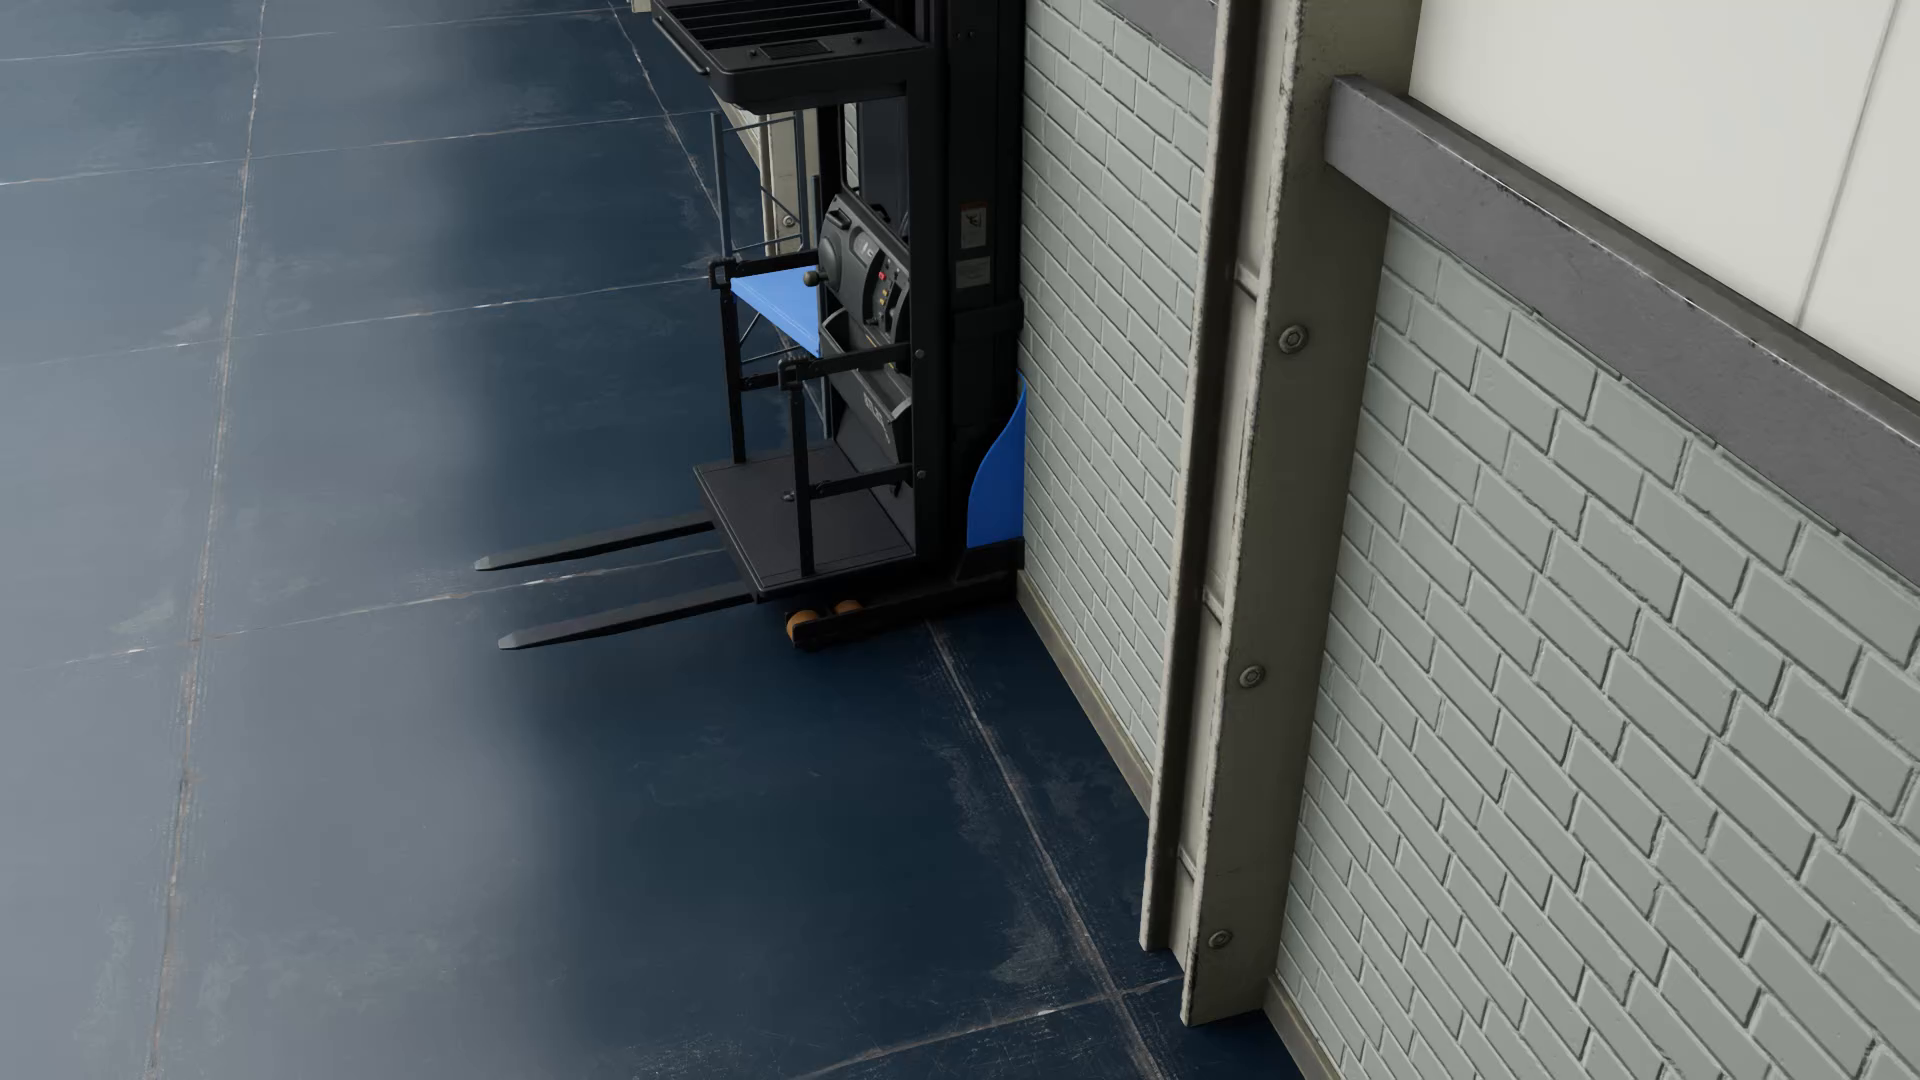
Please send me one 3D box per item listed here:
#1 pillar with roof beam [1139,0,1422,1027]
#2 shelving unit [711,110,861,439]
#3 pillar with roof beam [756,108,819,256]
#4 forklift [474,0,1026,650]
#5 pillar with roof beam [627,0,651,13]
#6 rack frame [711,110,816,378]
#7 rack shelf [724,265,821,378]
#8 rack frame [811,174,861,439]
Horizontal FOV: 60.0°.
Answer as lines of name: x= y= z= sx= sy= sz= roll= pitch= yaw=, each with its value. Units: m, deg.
pillar with roof beam: x=-3.283 y=-1.587 z=1.988 sx=9.100 sy=9.000 sz=0.400 roll=-10 pitch=35 yaw=-15
shelving unit: x=-0.738 y=-1.322 z=8.390 sx=0.538 sy=1.500 sz=1.048 roll=-20 pitch=38 yaw=-27
pillar with roof beam: x=-5.113 y=-4.737 z=6.756 sx=9.100 sy=9.000 sz=0.400 roll=-10 pitch=35 yaw=-15
forklift: x=-0.580 y=-1.089 z=6.740 sx=3.031 sy=2.935 sz=1.130 roll=-13 pitch=36 yaw=-19
pillar with roof beam: x=-6.943 y=-7.887 z=11.523 sx=9.100 sy=9.000 sz=0.400 roll=-10 pitch=35 yaw=-15
rack frame: x=-1.017 y=-1.556 z=8.745 sx=0.500 sy=1.500 sz=0.032 roll=-20 pitch=38 yaw=-27
rack shelf: x=-0.738 y=-1.172 z=8.490 sx=0.538 sy=0.185 sz=1.000 roll=-20 pitch=38 yaw=-27
rack frame: x=-0.459 y=-1.088 z=8.036 sx=0.500 sy=1.500 sz=0.032 roll=-20 pitch=38 yaw=-27
